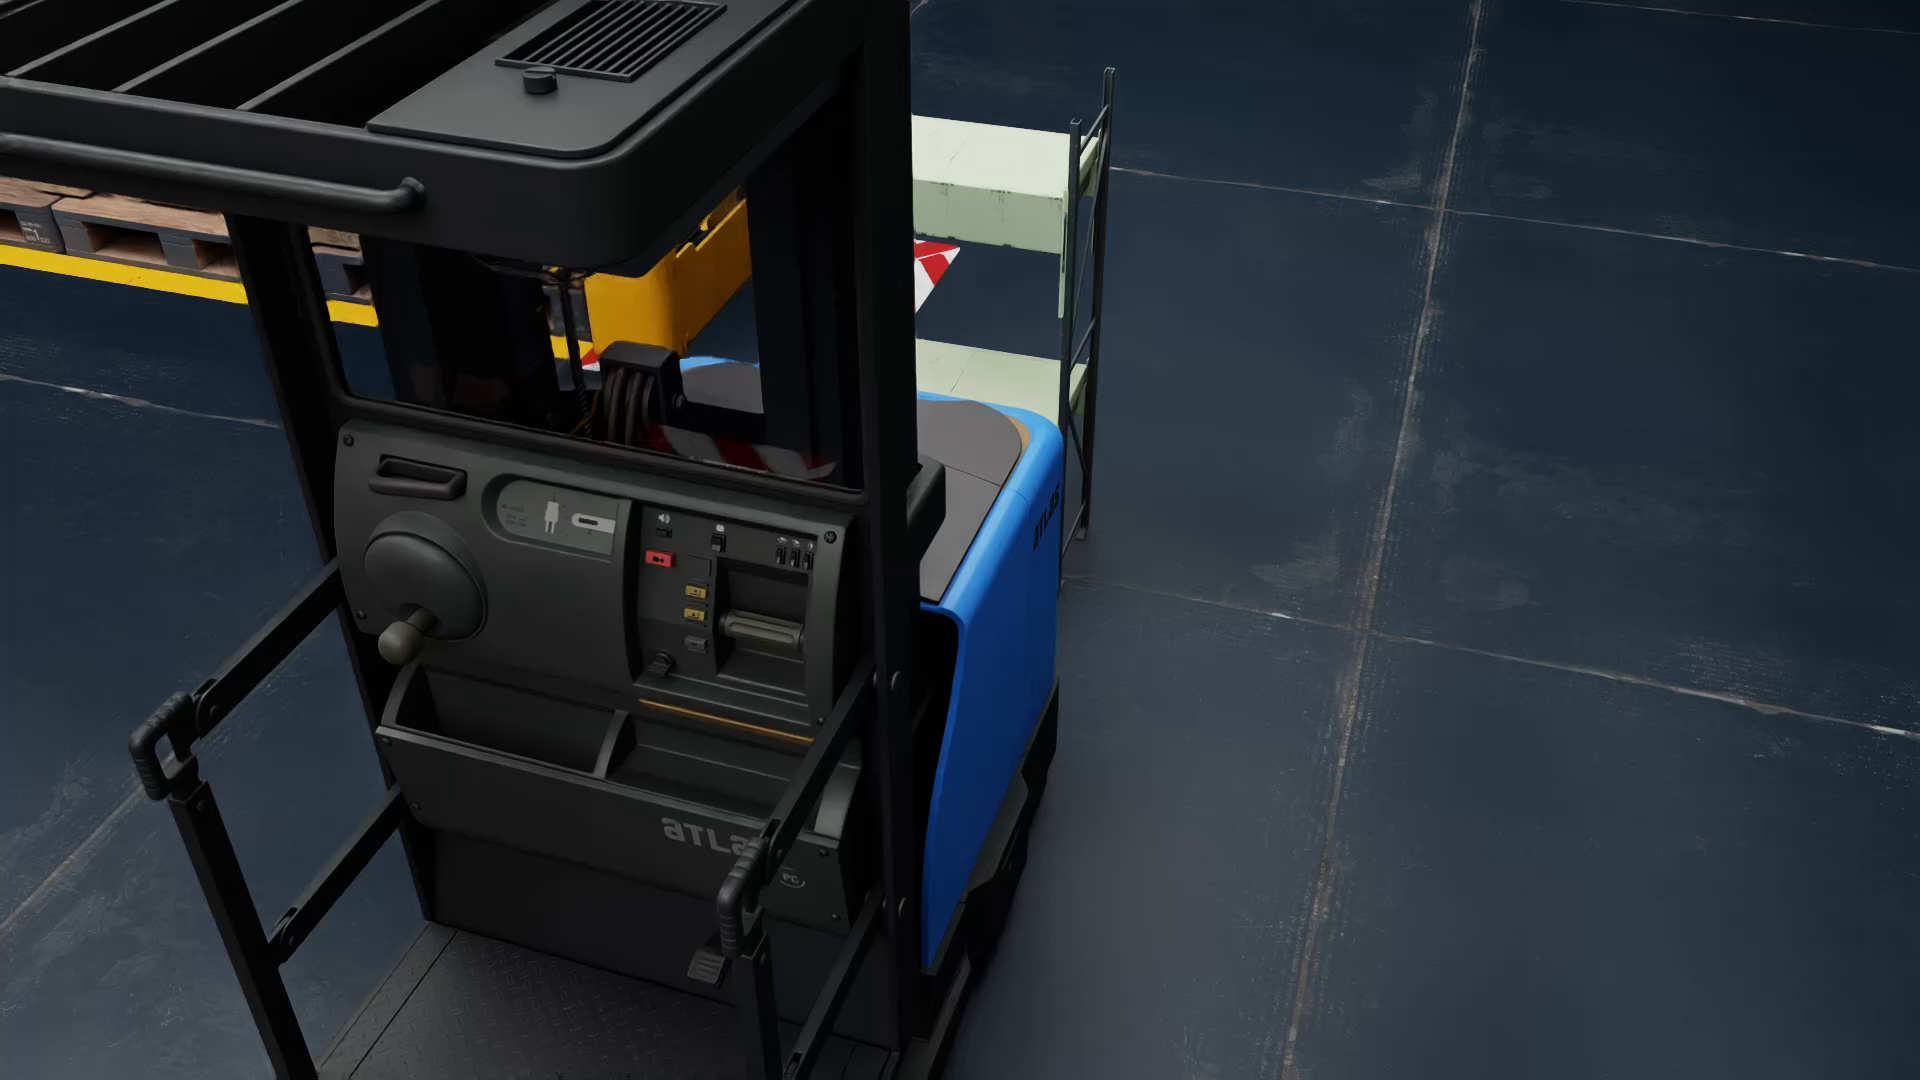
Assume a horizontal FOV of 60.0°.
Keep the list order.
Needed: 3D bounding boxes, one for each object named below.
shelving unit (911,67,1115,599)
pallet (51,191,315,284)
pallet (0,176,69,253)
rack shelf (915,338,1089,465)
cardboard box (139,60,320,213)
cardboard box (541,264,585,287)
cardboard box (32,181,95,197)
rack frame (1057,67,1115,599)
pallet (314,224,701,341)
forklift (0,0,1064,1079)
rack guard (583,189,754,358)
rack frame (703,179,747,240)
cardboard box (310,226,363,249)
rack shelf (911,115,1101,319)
[{"bbox_3d":[-0.006,-0.605,4.807,0.755,1.500,0.431,10,38,14],"label":"shelving unit"},{"bbox_3d":[-2.968,-1.437,7.024,1.213,0.211,1.003,10,38,14],"label":"pallet"},{"bbox_3d":[-4.136,-1.651,7.316,1.213,0.211,1.003,10,38,14],"label":"pallet"},{"bbox_3d":[-0.006,-0.343,5.000,0.720,0.370,0.431,10,38,14],"label":"rack shelf"},{"bbox_3d":[-2.997,-1.739,6.817,0.637,0.503,0.797,10,38,14],"label":"cardboard box"},{"bbox_3d":[-1.566,-1.317,6.246,0.500,0.500,0.500,10,38,14],"label":"cardboard box"},{"bbox_3d":[-3.627,-1.589,6.897,0.250,0.166,0.380,10,38,14],"label":"cardboard box"},{"bbox_3d":[0.343,-0.541,4.719,0.023,1.500,0.400,10,38,14],"label":"rack frame"},{"bbox_3d":[-1.807,-1.220,6.730,1.213,0.211,1.003,10,38,14],"label":"pallet"},{"bbox_3d":[-0.694,0.132,2.598,1.130,2.935,3.031,11,38,15],"label":"forklift"},{"bbox_3d":[-1.046,-1.196,6.453,0.348,0.500,1.175,10,38,14],"label":"rack guard"},{"bbox_3d":[-0.974,-2.189,5.694,0.127,3.000,1.000,10,38,14],"label":"rack frame"},{"bbox_3d":[-2.464,-1.401,6.571,0.500,0.250,0.500,10,38,14],"label":"cardboard box"},{"bbox_3d":[-0.006,-0.919,4.576,0.720,0.370,0.431,10,38,14],"label":"rack shelf"}]
